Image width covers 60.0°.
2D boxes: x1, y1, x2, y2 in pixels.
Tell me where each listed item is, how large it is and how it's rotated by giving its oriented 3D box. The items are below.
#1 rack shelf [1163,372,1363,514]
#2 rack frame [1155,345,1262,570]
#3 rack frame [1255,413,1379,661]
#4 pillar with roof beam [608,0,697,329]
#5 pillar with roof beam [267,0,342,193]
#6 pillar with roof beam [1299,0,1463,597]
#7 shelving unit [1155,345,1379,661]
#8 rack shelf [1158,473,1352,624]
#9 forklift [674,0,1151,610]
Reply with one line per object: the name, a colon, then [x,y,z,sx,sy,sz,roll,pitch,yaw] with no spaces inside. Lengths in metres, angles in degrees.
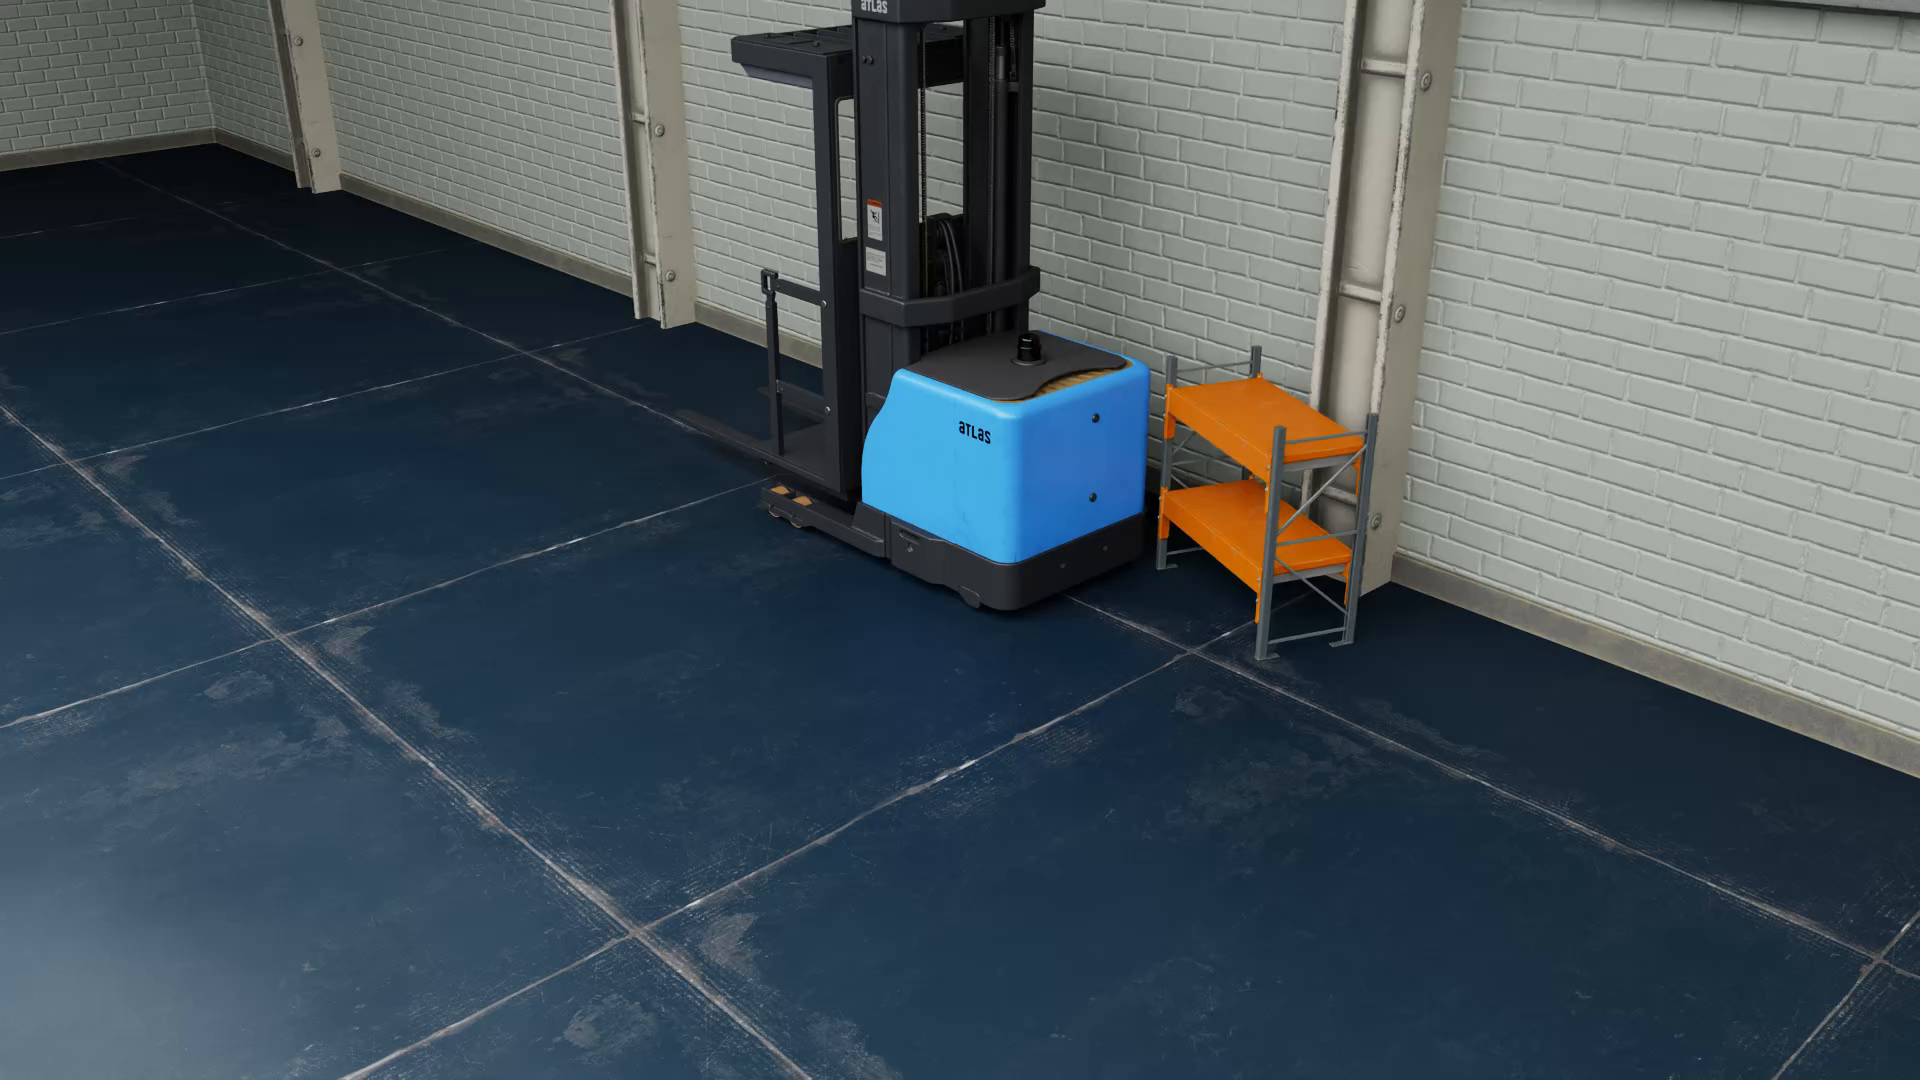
rack shelf: [1.407,-0.468,7.716,0.538,0.278,1.000,-9,26,-18]
rack frame: [1.232,-0.400,8.271,0.500,1.125,0.032,-9,26,-18]
rack frame: [1.582,-0.004,7.403,0.500,1.125,0.032,-9,26,-18]
pillar with roof beam: [-5.318,-4.514,7.803,9.100,9.000,0.400,-21,32,-38]
pillar with roof beam: [-9.419,-6.332,11.787,9.100,9.000,0.400,-21,32,-38]
pillar with roof beam: [-1.217,-2.696,3.818,9.100,9.000,0.400,-21,32,-38]
shelving unit: [1.407,-0.202,7.837,0.538,1.125,1.048,-9,26,-18]
rack shelf: [1.407,0.021,7.938,0.538,0.278,1.000,-9,26,-18]
forklift: [-0.428,-1.525,8.562,1.130,2.935,3.031,-21,32,-38]
